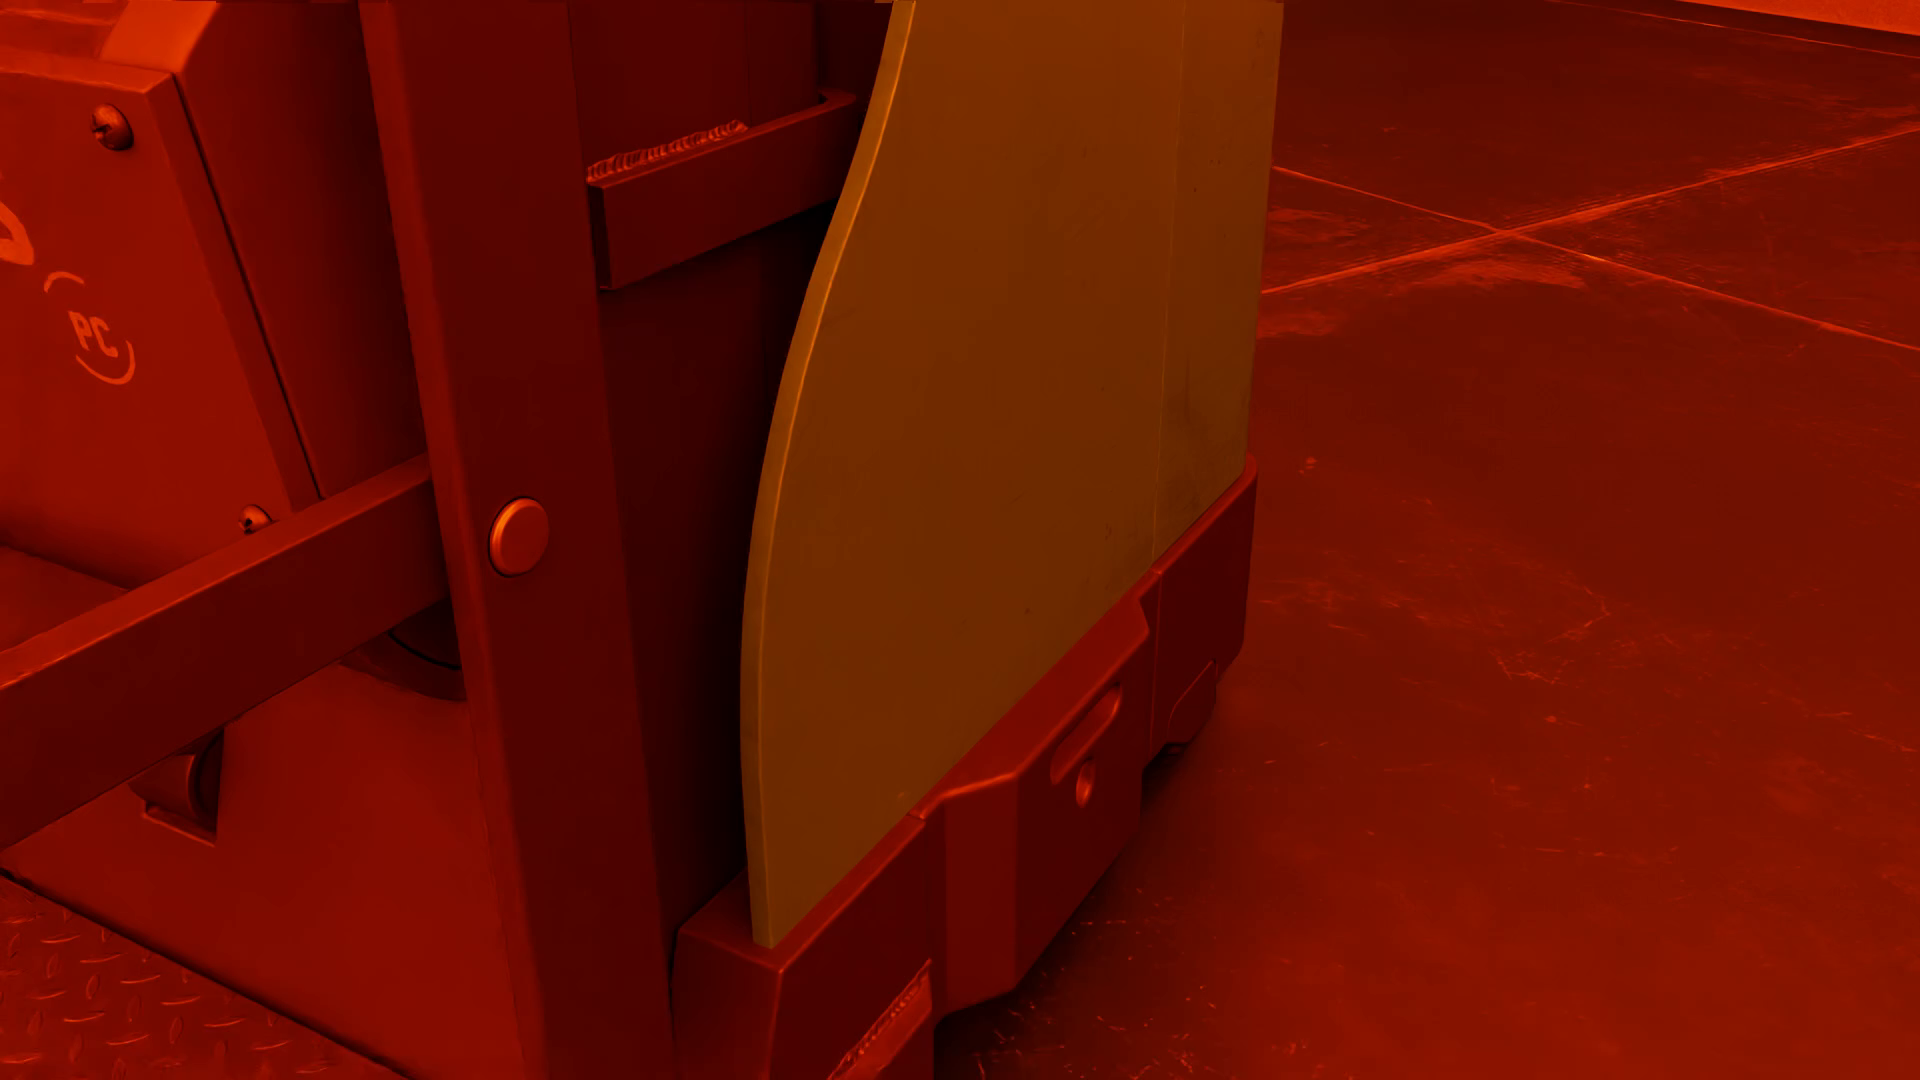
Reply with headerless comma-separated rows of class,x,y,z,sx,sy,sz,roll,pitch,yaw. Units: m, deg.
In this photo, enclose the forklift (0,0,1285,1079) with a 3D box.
forklift,-0.805,-0.668,0.563,1.130,2.935,3.031,14,30,26
